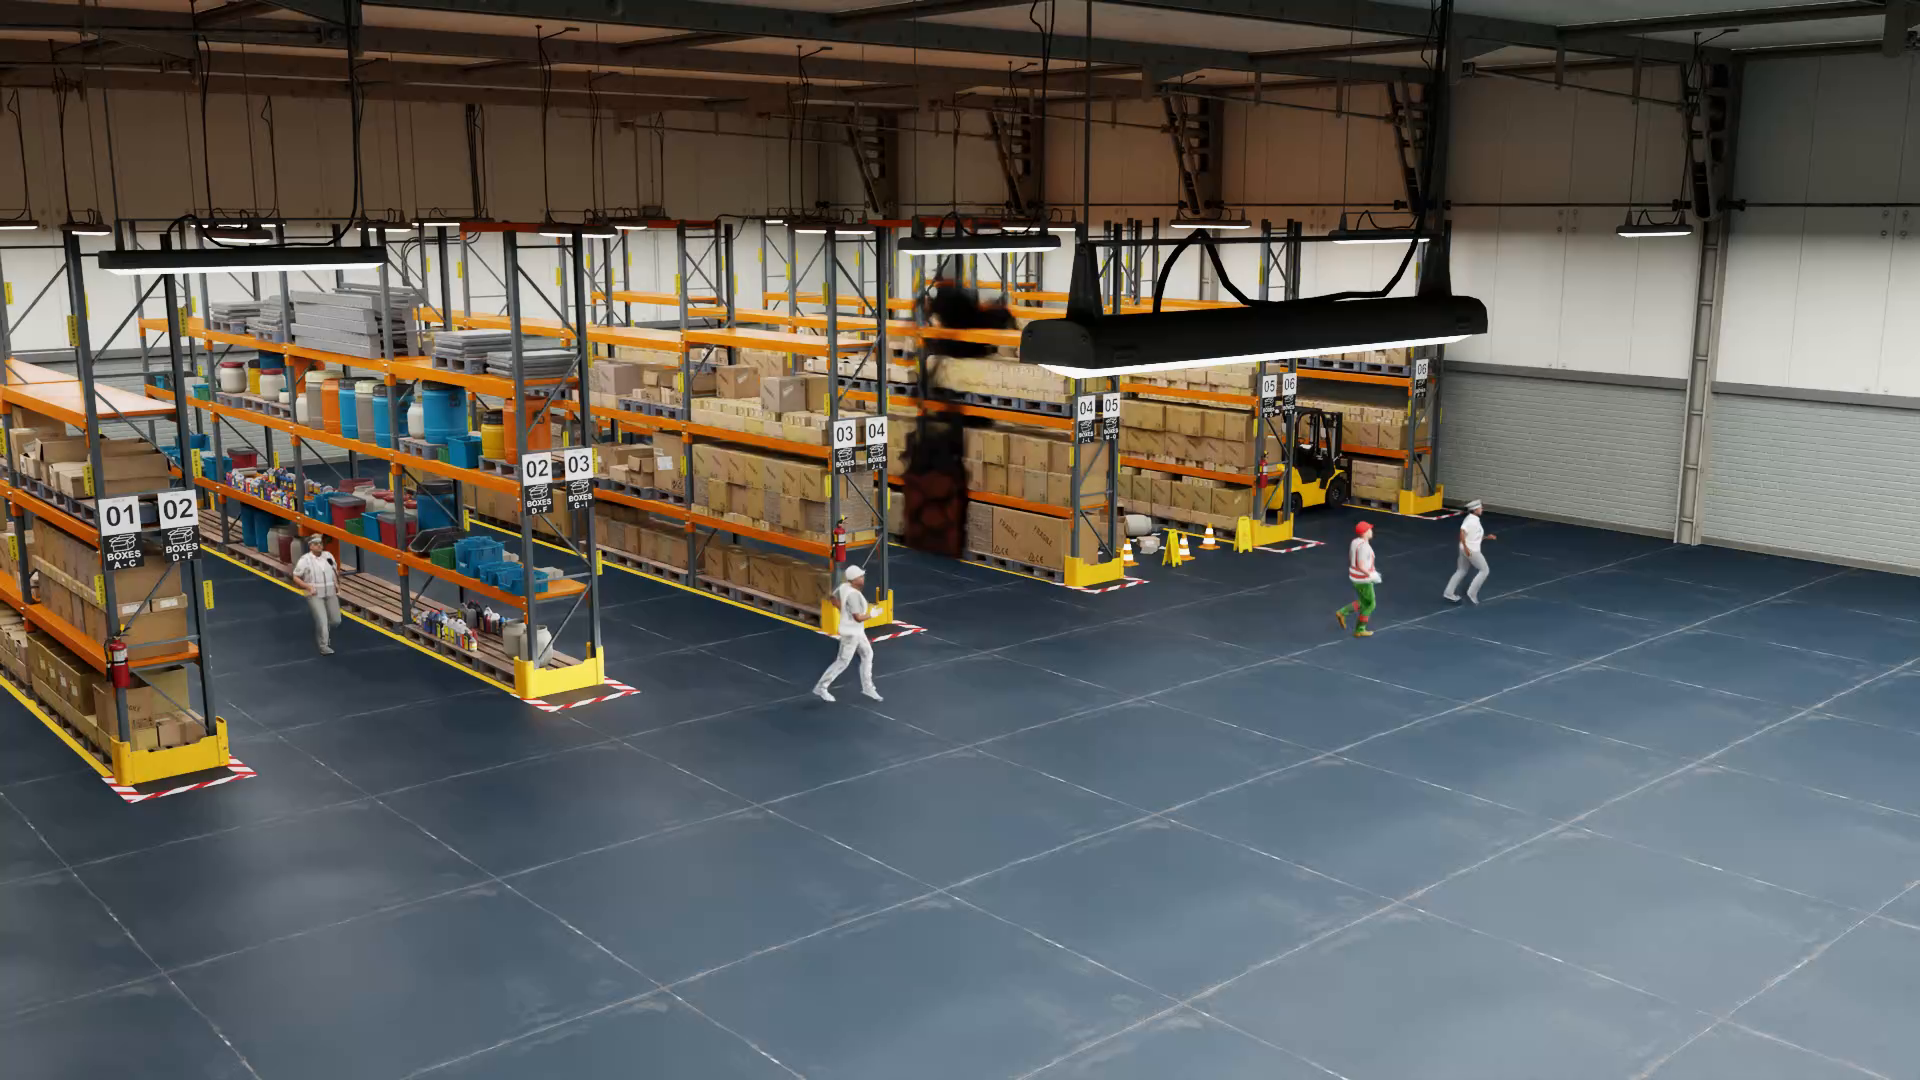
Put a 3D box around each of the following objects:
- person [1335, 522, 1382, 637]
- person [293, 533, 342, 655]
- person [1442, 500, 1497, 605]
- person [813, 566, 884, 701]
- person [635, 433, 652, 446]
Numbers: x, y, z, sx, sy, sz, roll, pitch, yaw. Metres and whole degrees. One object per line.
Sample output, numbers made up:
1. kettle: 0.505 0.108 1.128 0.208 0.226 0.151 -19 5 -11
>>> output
1. person: 5.895 0.583 24.574 0.612 1.742 0.643 -1 11 -3
2. person: -9.155 0.750 23.761 0.629 1.731 0.661 11 16 44
3. person: 8.188 0.202 26.641 0.802 1.724 0.537 0 11 2
4. person: -1.446 1.223 21.319 0.928 1.832 0.695 -2 12 -8
5. person: -8.056 -2.826 41.519 0.857 1.718 0.666 3 12 17
